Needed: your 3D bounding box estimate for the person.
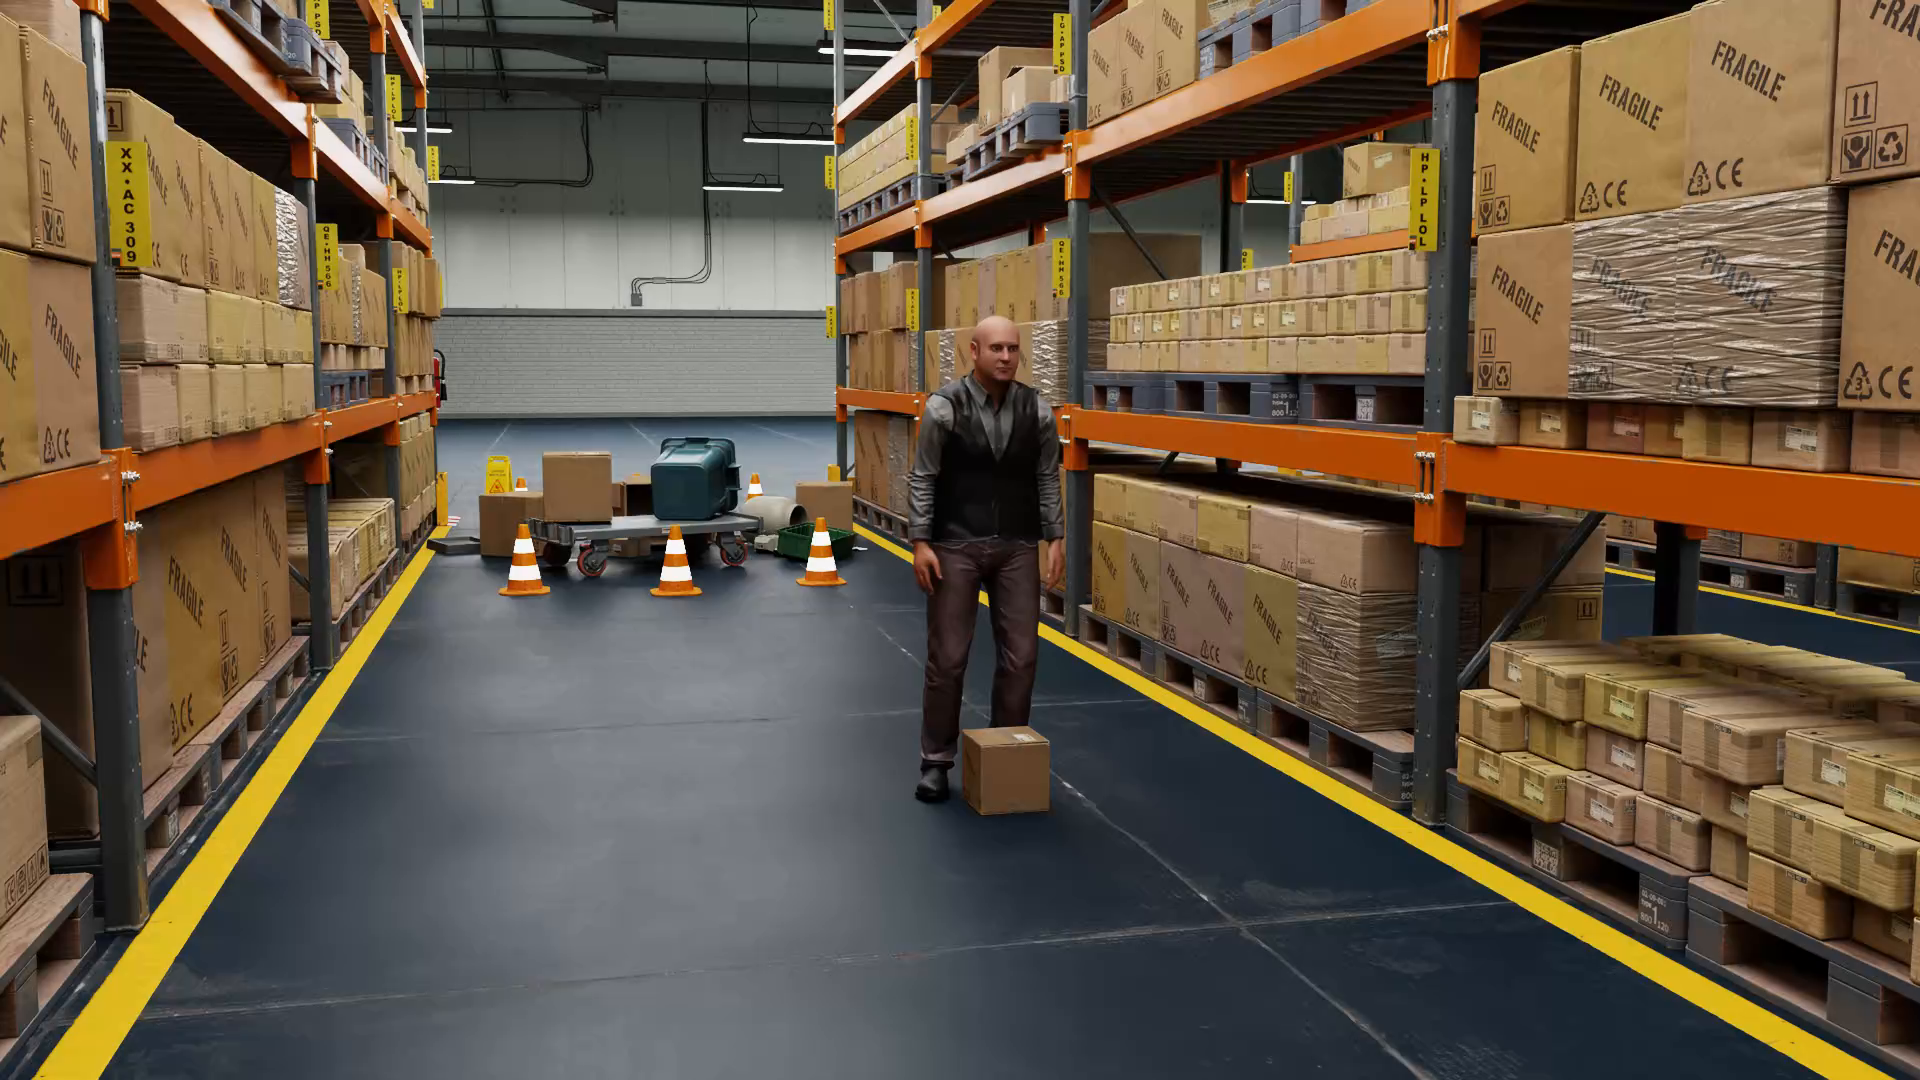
[{"bbox_3d":[0.100,0.054,6.039,0.590,1.722,0.464,-2,6,-16],"label":"person"}]
